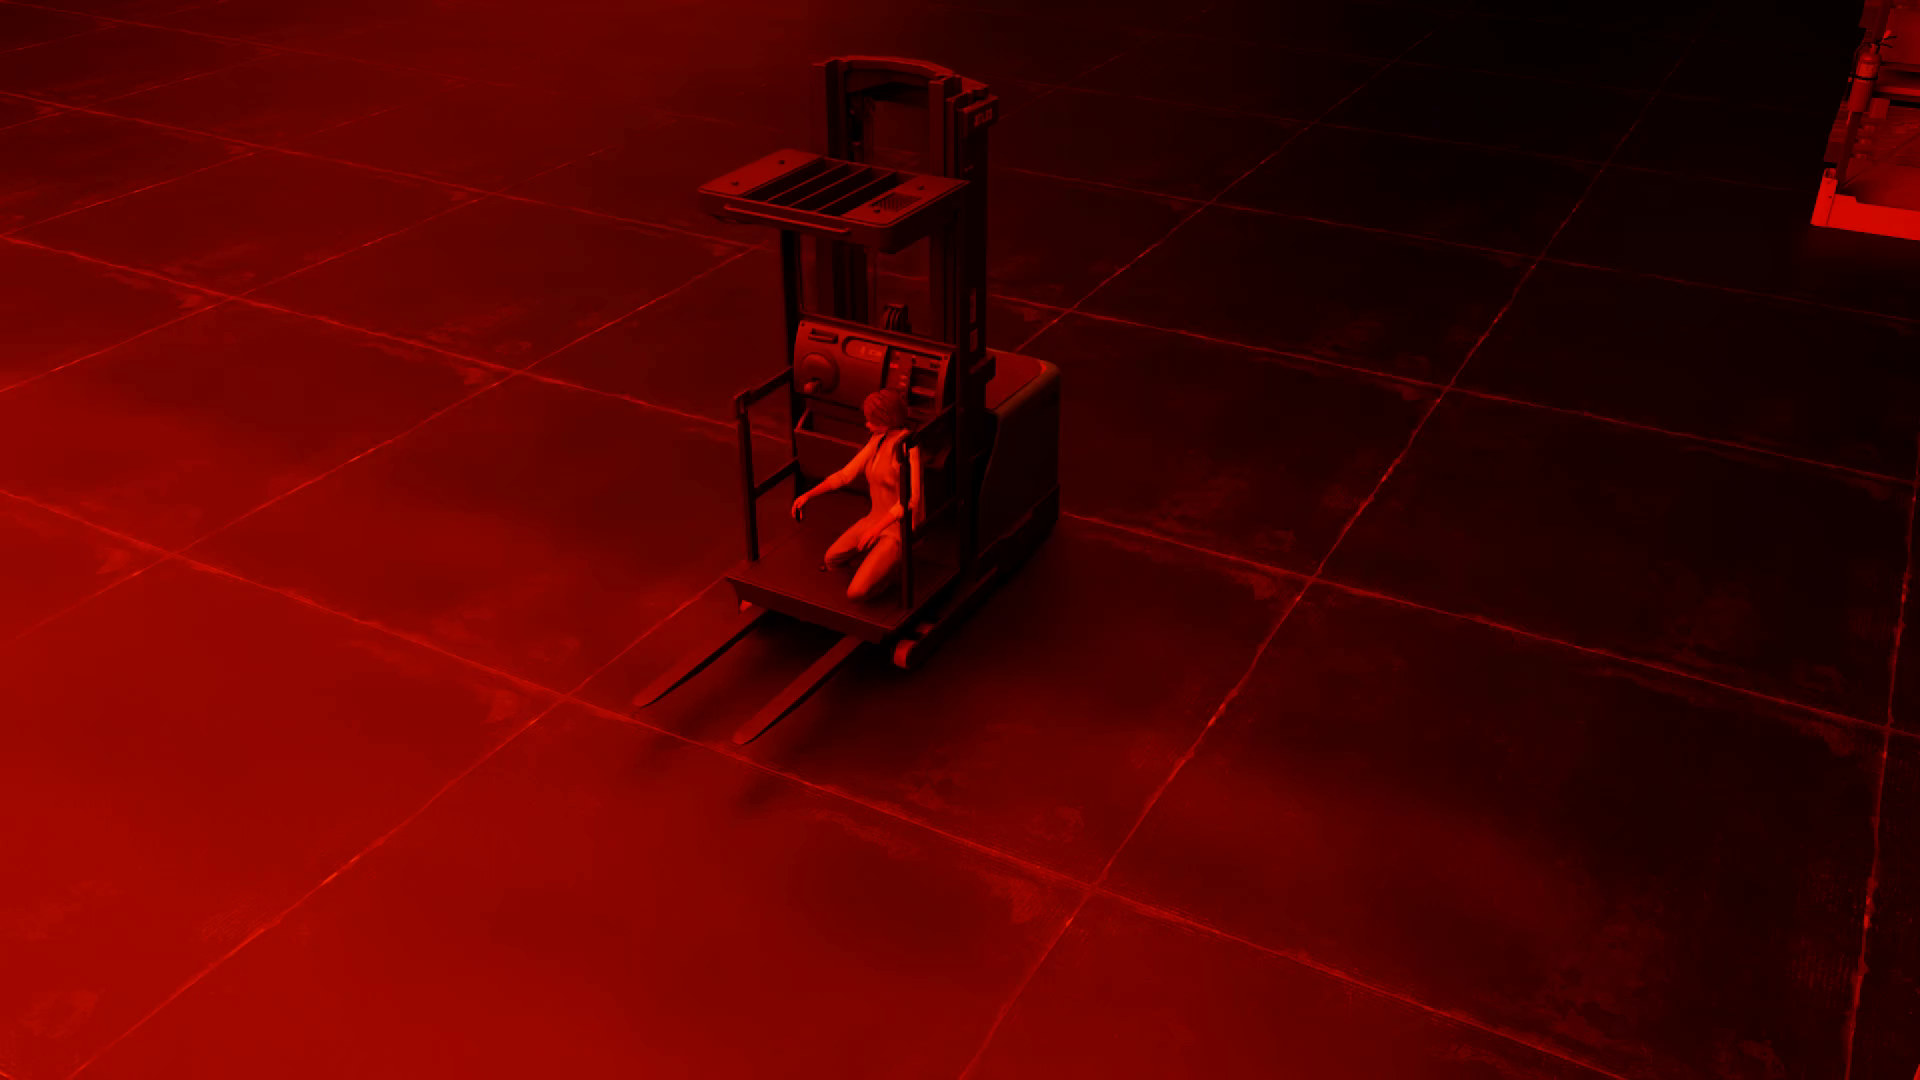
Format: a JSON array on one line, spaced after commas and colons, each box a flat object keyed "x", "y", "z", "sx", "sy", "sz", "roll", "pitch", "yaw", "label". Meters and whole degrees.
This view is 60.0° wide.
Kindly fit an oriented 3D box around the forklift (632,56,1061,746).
[{"x": -0.570, "y": -0.843, "z": 8.532, "sx": 1.130, "sy": 2.935, "sz": 3.031, "roll": 16, "pitch": 34, "yaw": 26, "label": "forklift"}]

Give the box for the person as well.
[{"x": -0.536, "y": -0.081, "z": 8.683, "sx": 0.661, "sy": 1.436, "sz": 0.728, "roll": -14, "pitch": 33, "yaw": -22, "label": "person"}]
